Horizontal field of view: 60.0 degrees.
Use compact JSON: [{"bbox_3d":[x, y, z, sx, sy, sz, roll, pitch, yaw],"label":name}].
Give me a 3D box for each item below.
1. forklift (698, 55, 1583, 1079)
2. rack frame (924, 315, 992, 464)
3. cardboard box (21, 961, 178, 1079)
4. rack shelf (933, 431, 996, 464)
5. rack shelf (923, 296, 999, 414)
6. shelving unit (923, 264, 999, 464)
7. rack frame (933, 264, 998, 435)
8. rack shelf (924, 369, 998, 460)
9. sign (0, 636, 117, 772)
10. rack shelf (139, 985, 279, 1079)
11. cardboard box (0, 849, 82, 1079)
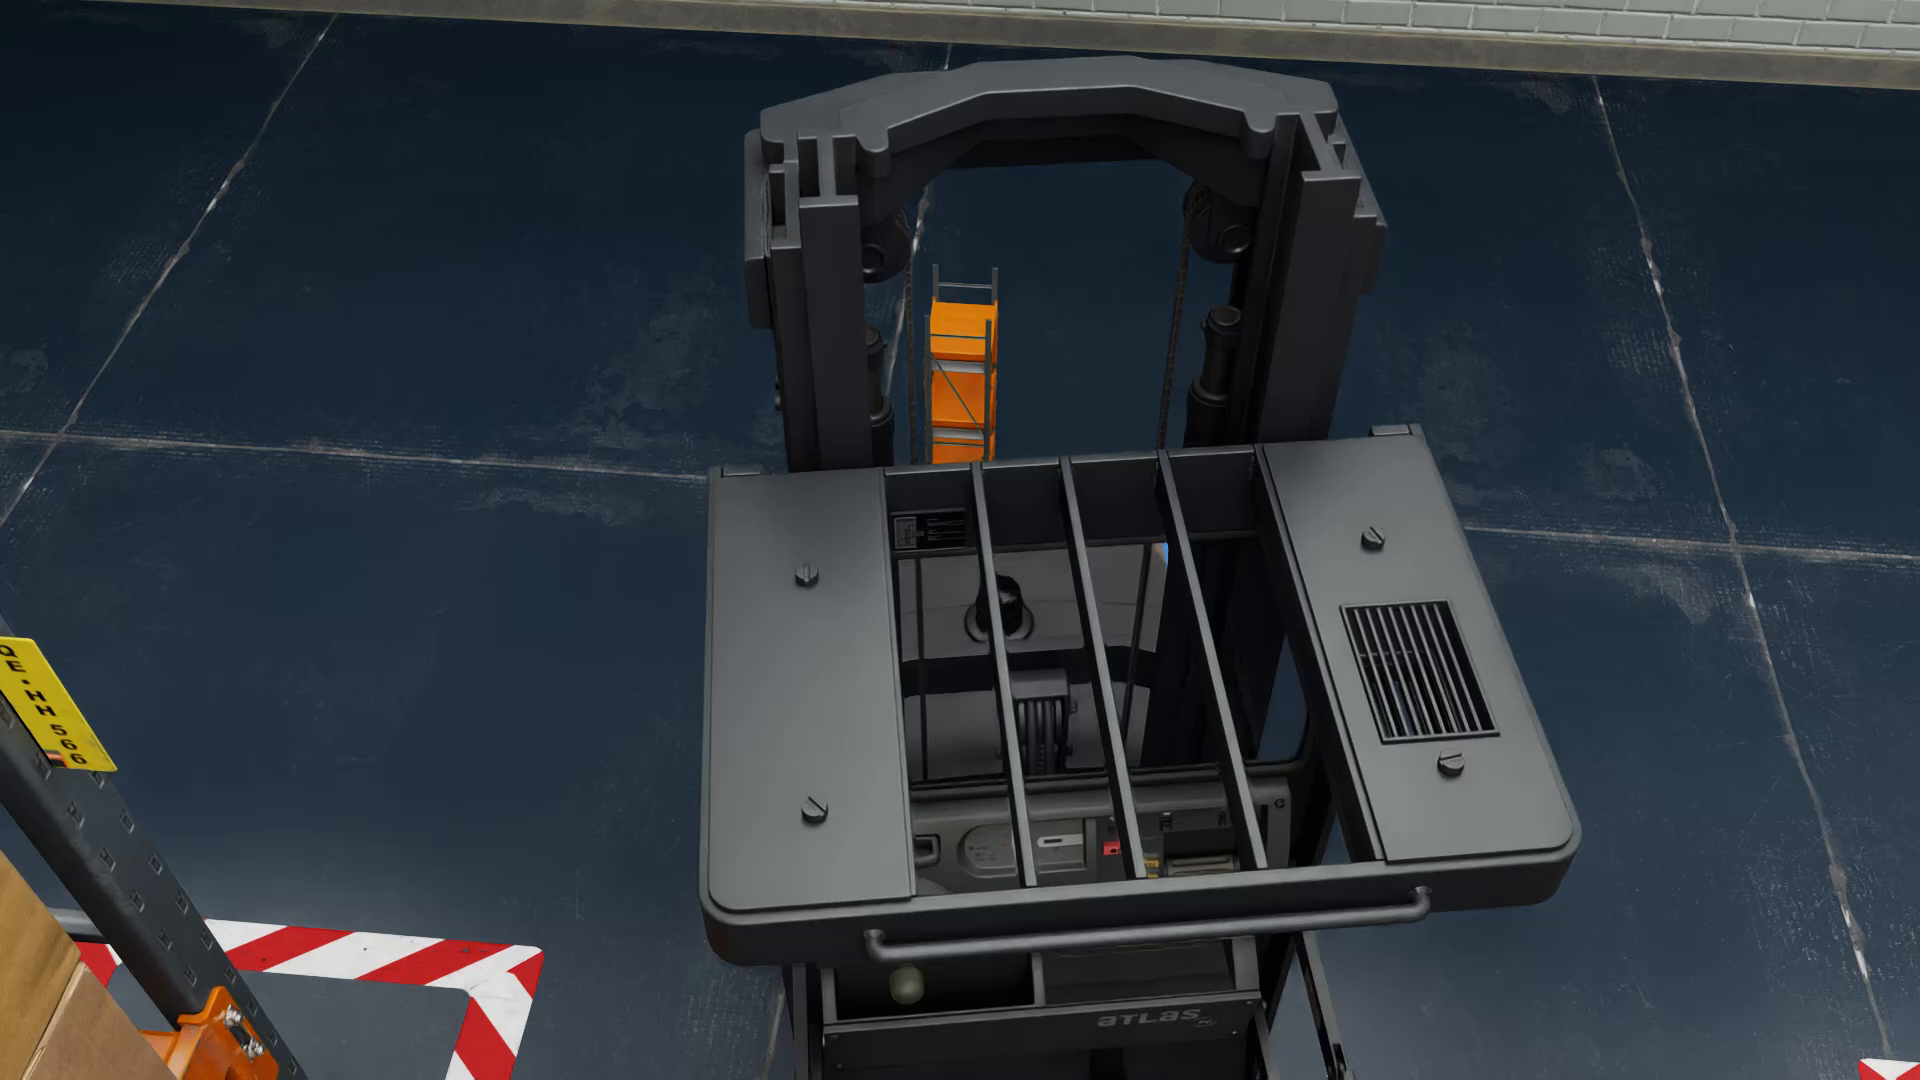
[{"bbox_3d":[0.192,0.774,3.056,1.130,2.935,3.031,-4,48,-3],"label":"forklift"},{"bbox_3d":[-0.006,-0.304,5.317,0.200,1.050,0.008,4,48,4],"label":"rack frame"},{"bbox_3d":[-1.692,1.008,2.727,0.500,0.500,0.500,5,48,5],"label":"cardboard box"},{"bbox_3d":[0.005,-0.199,5.611,0.215,0.259,0.240,4,48,4],"label":"rack shelf"},{"bbox_3d":[0.005,-0.578,5.197,0.215,0.259,0.240,4,48,4],"label":"rack shelf"},{"bbox_3d":[0.005,-0.394,5.399,0.215,1.050,0.252,4,48,4],"label":"shelving unit"},{"bbox_3d":[0.016,-0.483,5.481,0.200,1.050,0.008,4,48,4],"label":"rack frame"},{"bbox_3d":[0.005,-0.386,5.406,0.215,0.259,0.240,4,48,4],"label":"rack shelf"},{"bbox_3d":[-1.371,0.249,2.491,0.100,0.325,0.005,4,48,4],"label":"sign"},{"bbox_3d":[-2.104,2.407,2.003,1.077,0.370,4.000,4,48,4],"label":"rack shelf"},{"bbox_3d":[-1.689,0.669,2.360,0.500,0.500,0.500,3,48,3],"label":"cardboard box"}]
